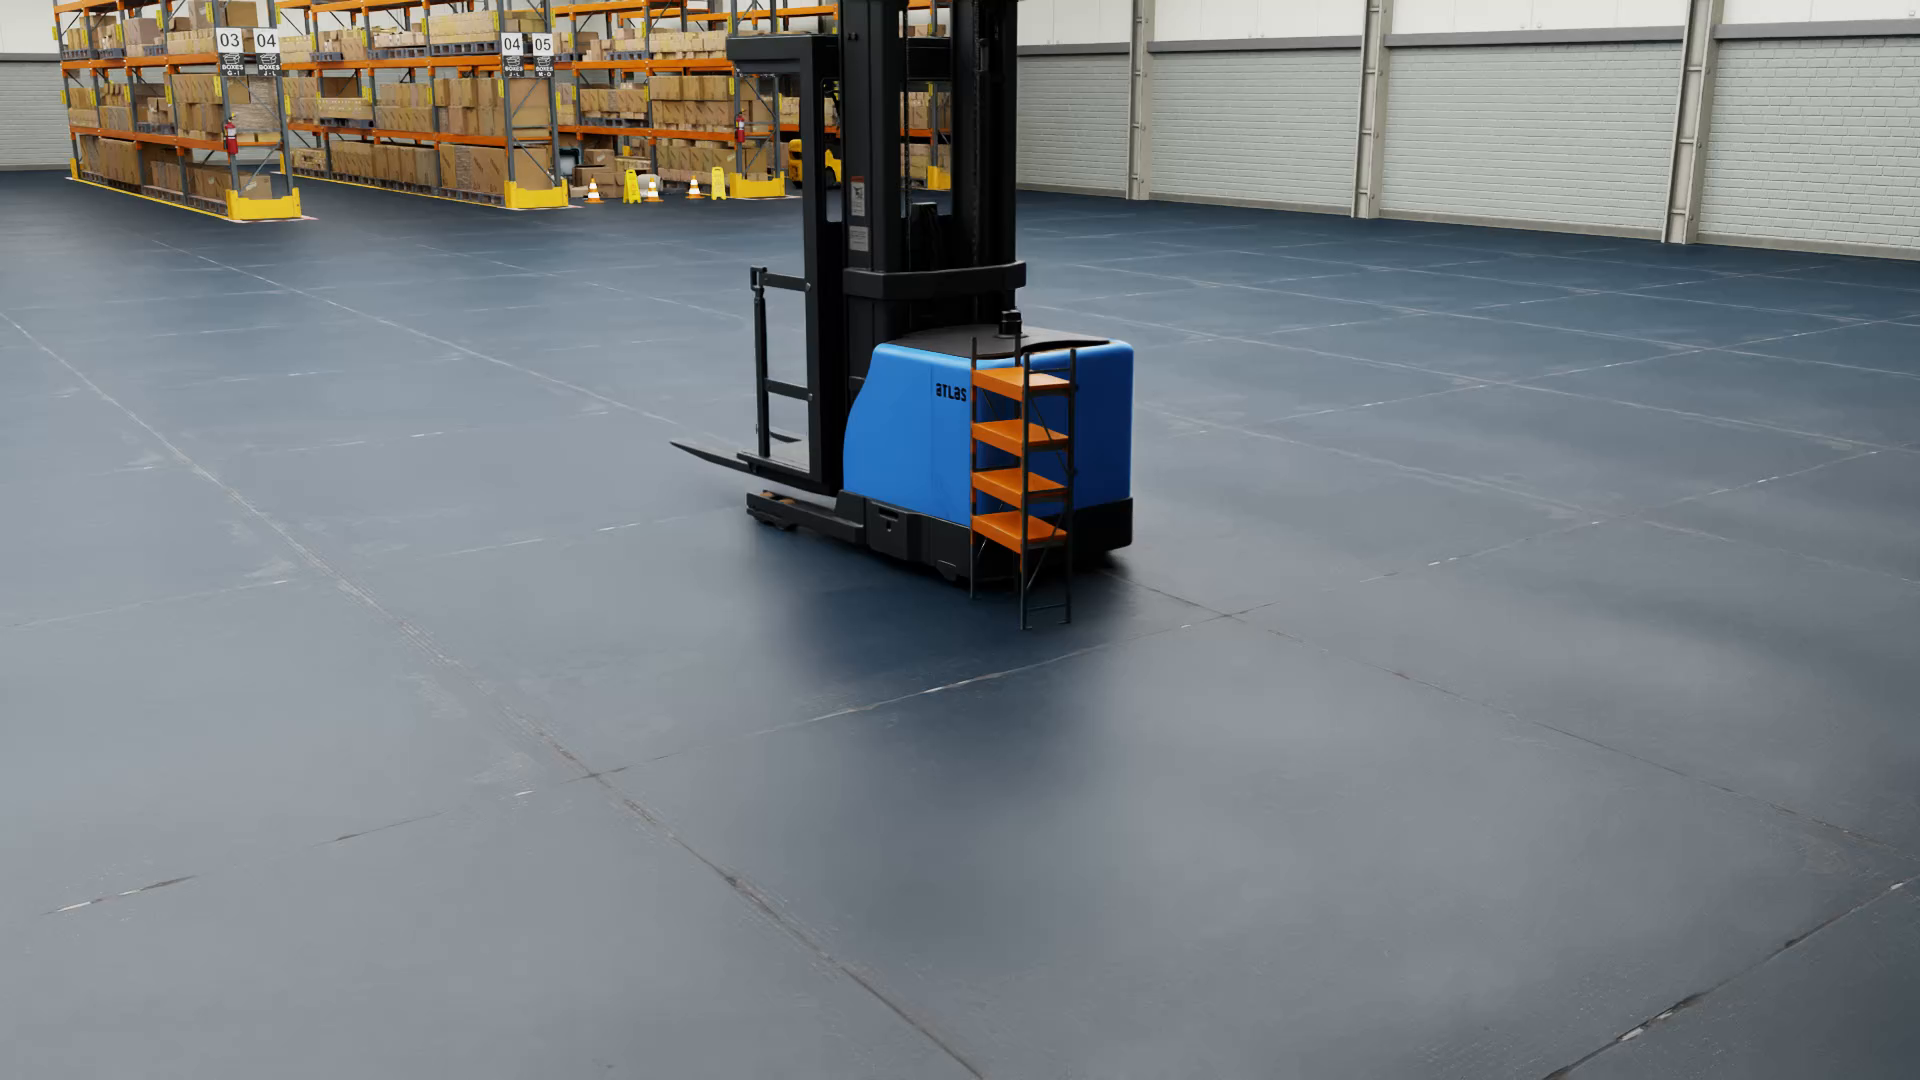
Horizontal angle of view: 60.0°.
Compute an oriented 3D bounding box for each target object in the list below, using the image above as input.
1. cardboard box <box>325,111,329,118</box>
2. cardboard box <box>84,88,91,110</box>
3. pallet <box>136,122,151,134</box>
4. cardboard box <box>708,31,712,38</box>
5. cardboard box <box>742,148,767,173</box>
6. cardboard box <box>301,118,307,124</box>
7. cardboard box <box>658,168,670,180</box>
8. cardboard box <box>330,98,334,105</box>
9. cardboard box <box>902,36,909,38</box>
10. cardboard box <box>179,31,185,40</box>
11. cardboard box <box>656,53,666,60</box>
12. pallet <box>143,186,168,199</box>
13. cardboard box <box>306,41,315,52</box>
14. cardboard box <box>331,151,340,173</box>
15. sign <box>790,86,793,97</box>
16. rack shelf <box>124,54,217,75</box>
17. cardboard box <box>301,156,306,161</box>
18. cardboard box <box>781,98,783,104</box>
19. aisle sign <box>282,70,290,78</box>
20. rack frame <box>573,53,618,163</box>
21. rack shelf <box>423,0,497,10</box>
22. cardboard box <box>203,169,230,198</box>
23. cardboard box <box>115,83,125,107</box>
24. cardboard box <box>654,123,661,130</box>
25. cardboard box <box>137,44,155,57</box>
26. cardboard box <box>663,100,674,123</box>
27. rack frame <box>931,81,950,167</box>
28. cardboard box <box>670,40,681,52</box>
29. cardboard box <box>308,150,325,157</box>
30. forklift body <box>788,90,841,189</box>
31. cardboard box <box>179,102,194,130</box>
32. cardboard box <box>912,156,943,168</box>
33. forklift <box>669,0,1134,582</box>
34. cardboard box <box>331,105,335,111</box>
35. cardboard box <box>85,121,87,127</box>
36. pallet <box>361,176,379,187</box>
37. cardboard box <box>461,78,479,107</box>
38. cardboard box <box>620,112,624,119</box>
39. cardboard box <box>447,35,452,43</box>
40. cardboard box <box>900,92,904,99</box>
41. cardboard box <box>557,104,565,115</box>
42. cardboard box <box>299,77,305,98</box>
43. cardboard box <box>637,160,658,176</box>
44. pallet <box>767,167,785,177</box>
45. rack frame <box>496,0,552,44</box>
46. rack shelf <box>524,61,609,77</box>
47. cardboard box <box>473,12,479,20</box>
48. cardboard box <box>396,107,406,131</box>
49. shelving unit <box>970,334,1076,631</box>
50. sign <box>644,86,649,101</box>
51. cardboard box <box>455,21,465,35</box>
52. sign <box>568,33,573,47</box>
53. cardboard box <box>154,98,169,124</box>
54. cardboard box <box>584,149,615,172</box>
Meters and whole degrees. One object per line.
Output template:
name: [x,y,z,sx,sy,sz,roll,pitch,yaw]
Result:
cardboard box: [-15.040,-10.247,40.015,0.380,0.149,0.250,-11,19,-34]
cardboard box: [-20.060,-10.283,38.763,0.500,0.500,0.500,-11,19,-34]
pallet: [-16.425,-8.603,34.691,1.213,0.211,1.003,-11,19,-35]
cardboard box: [-5.041,-10.573,34.807,0.380,0.149,0.250,-11,19,-34]
cardboard box: [-4.476,-8.119,35.552,0.500,0.500,0.500,-12,19,-36]
cardboard box: [-16.545,-10.660,42.318,0.380,0.149,0.250,-10,18,-33]
cardboard box: [-6.434,-8.224,37.354,0.500,0.250,0.500,-12,19,-37]
cardboard box: [-14.738,-10.425,39.536,0.380,0.149,0.250,-11,19,-35]
cardboard box: [-1.080,-11.249,37.583,0.396,0.266,0.258,-11,19,-34]
cardboard box: [-14.017,-9.203,30.366,0.380,0.149,0.250,-11,19,-36]
cardboard box: [-6.471,-10.671,36.678,0.380,0.149,0.250,-11,19,-34]
pallet: [-16.472,-7.319,34.918,1.003,0.211,1.213,-11,19,-35]
cardboard box: [-15.688,-12.108,40.789,0.500,0.250,0.500,-12,19,-37]
cardboard box: [-14.991,-9.232,40.563,0.500,0.500,0.500,-10,18,-32]
sign: [-4.454,-11.786,43.763,0.100,0.325,0.005,-11,19,-35]
rack shelf: [-15.754,-9.504,33.299,1.077,0.370,4.000,-11,19,-35]
cardboard box: [-16.835,-9.888,43.062,0.380,0.149,0.250,-12,19,-37]
cardboard box: [-4.459,-11.227,42.494,0.380,0.149,0.250,-11,19,-34]
aisle sign: [-17.848,-12.511,43.680,0.394,0.787,0.004,-11,19,-35]
rack frame: [-8.914,-10.370,40.781,1.000,3.000,0.127,-11,19,-35]
rack shelf: [-9.331,-10.652,32.569,1.077,0.370,4.000,-11,19,-35]
cardboard box: [-14.033,-6.761,31.537,0.500,0.500,0.500,-5,16,-17]
cardboard box: [-18.128,-9.804,36.624,0.797,0.503,0.637,-10,18,-33]
cardboard box: [-6.637,-9.277,37.266,0.380,0.149,0.250,-11,19,-35]
cardboard box: [-16.248,-9.848,33.477,0.500,0.250,0.500,-10,18,-33]
cardboard box: [-6.215,-9.466,36.728,0.500,0.500,0.500,-11,19,-35]
rack frame: [-0.198,-9.433,37.357,1.000,3.000,0.127,-11,19,-35]
cardboard box: [-5.930,-10.679,35.951,0.500,0.250,0.500,-11,19,-34]
cardboard box: [-16.288,-9.795,42.160,0.380,0.149,0.250,-12,19,-37]
forklift body: [-2.788,-9.145,37.914,2.313,2.155,1.214,-11,19,-35]
cardboard box: [-14.098,-7.951,31.191,0.875,0.500,0.500,-11,19,-35]
cardboard box: [-0.737,-8.605,37.801,0.500,0.250,0.500,-11,19,-35]
forklift: [-0.490,-1.542,8.659,1.130,2.935,3.031,-13,20,-39]
cardboard box: [-14.731,-10.280,39.572,0.380,0.149,0.250,-10,18,-32]
cardboard box: [-20.482,-9.853,39.369,0.380,0.149,0.250,-11,19,-35]
pallet: [-13.317,-8.402,38.873,1.003,0.211,1.213,-11,19,-35]
cardboard box: [-9.376,-8.887,33.033,0.875,0.550,0.500,-11,19,-35]
cardboard box: [-7.676,-9.884,38.687,0.380,0.149,0.250,-11,19,-35]
cardboard box: [-9.968,-9.954,33.073,0.380,0.149,0.250,-11,19,-35]
cardboard box: [-1.254,-10.183,38.119,0.380,0.149,0.250,-10,18,-33]
cardboard box: [-9.709,-10.711,41.366,0.500,0.250,0.500,-11,19,-36]
cardboard box: [-16.304,-11.387,41.852,0.500,0.500,0.500,-10,18,-33]
cardboard box: [-6.873,-8.562,38.359,0.950,0.372,0.625,-11,19,-34]
pallet: [-4.449,-9.614,43.302,1.003,0.211,1.213,-11,19,-35]
rack frame: [-8.155,-10.765,30.861,1.000,3.000,0.127,-11,19,-35]
rack shelf: [-10.090,-11.896,42.040,1.077,0.370,4.000,-11,19,-35]
cardboard box: [-9.077,-10.015,31.784,0.380,0.149,0.250,-10,18,-34]
cardboard box: [-11.925,-9.167,36.200,0.500,0.500,0.500,-11,19,-35]
shelving unit: [0.266,-0.262,7.262,0.258,1.200,0.503,-7,17,-25]
sign: [-7.009,-9.987,37.190,0.100,0.325,0.005,-11,19,-35]
cardboard box: [-9.553,-10.023,32.569,0.500,0.250,0.500,-11,19,-34]
sign: [-9.368,-12.019,39.998,0.100,0.325,0.005,-11,19,-35]
cardboard box: [-15.672,-8.585,33.271,0.797,0.503,0.637,-9,18,-29]
cardboard box: [-7.985,-8.392,36.857,0.500,0.500,0.500,-11,19,-35]
